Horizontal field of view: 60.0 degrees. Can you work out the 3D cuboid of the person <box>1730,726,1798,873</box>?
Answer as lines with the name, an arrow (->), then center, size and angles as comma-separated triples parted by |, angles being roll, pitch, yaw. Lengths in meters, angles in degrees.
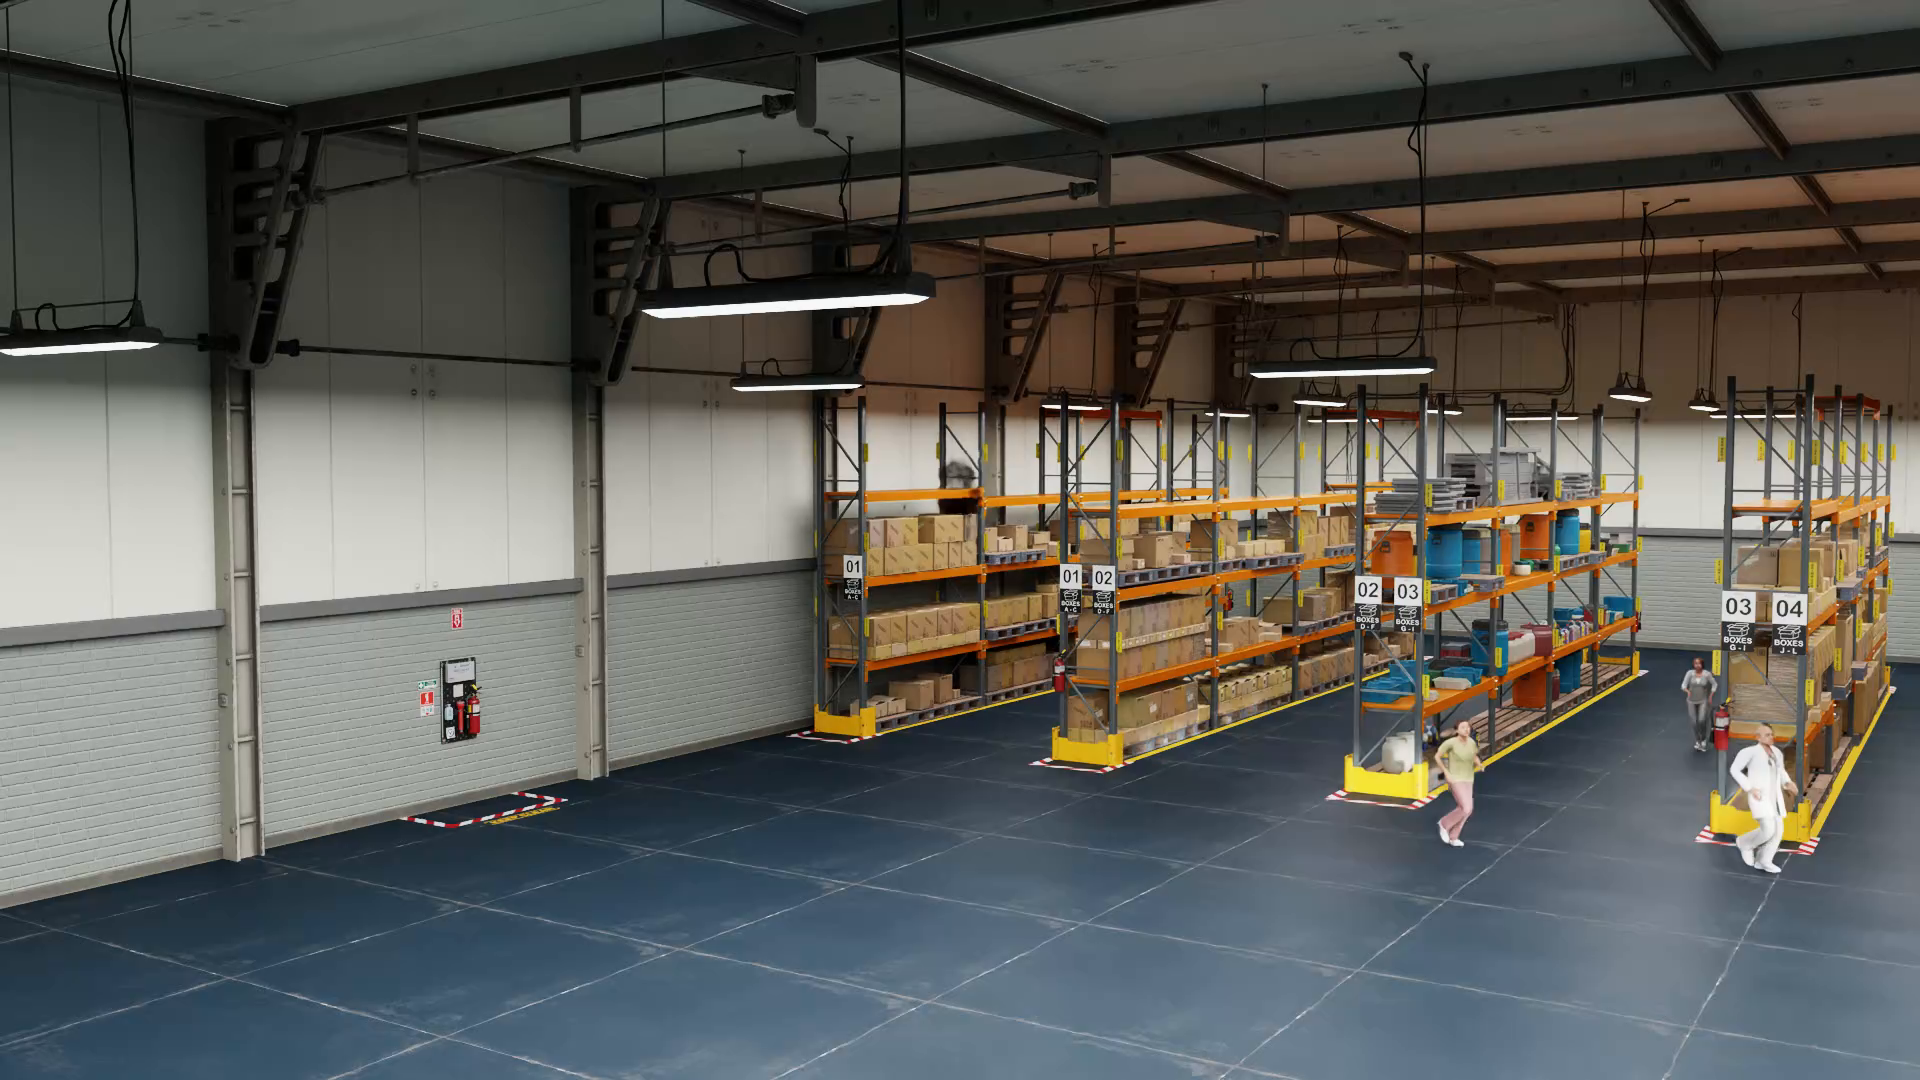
person -> 9.618, 3.089, 19.888 | 0.734, 1.735, 0.645 | -1, 3, -18

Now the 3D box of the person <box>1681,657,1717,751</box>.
person -> 12.358, 2.745, 27.850 | 0.530, 1.575, 0.631 | 2, 4, 33

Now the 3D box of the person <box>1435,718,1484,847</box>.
person -> 6.378, 3.075, 21.072 | 0.565, 1.637, 0.538 | -1, 3, -23
